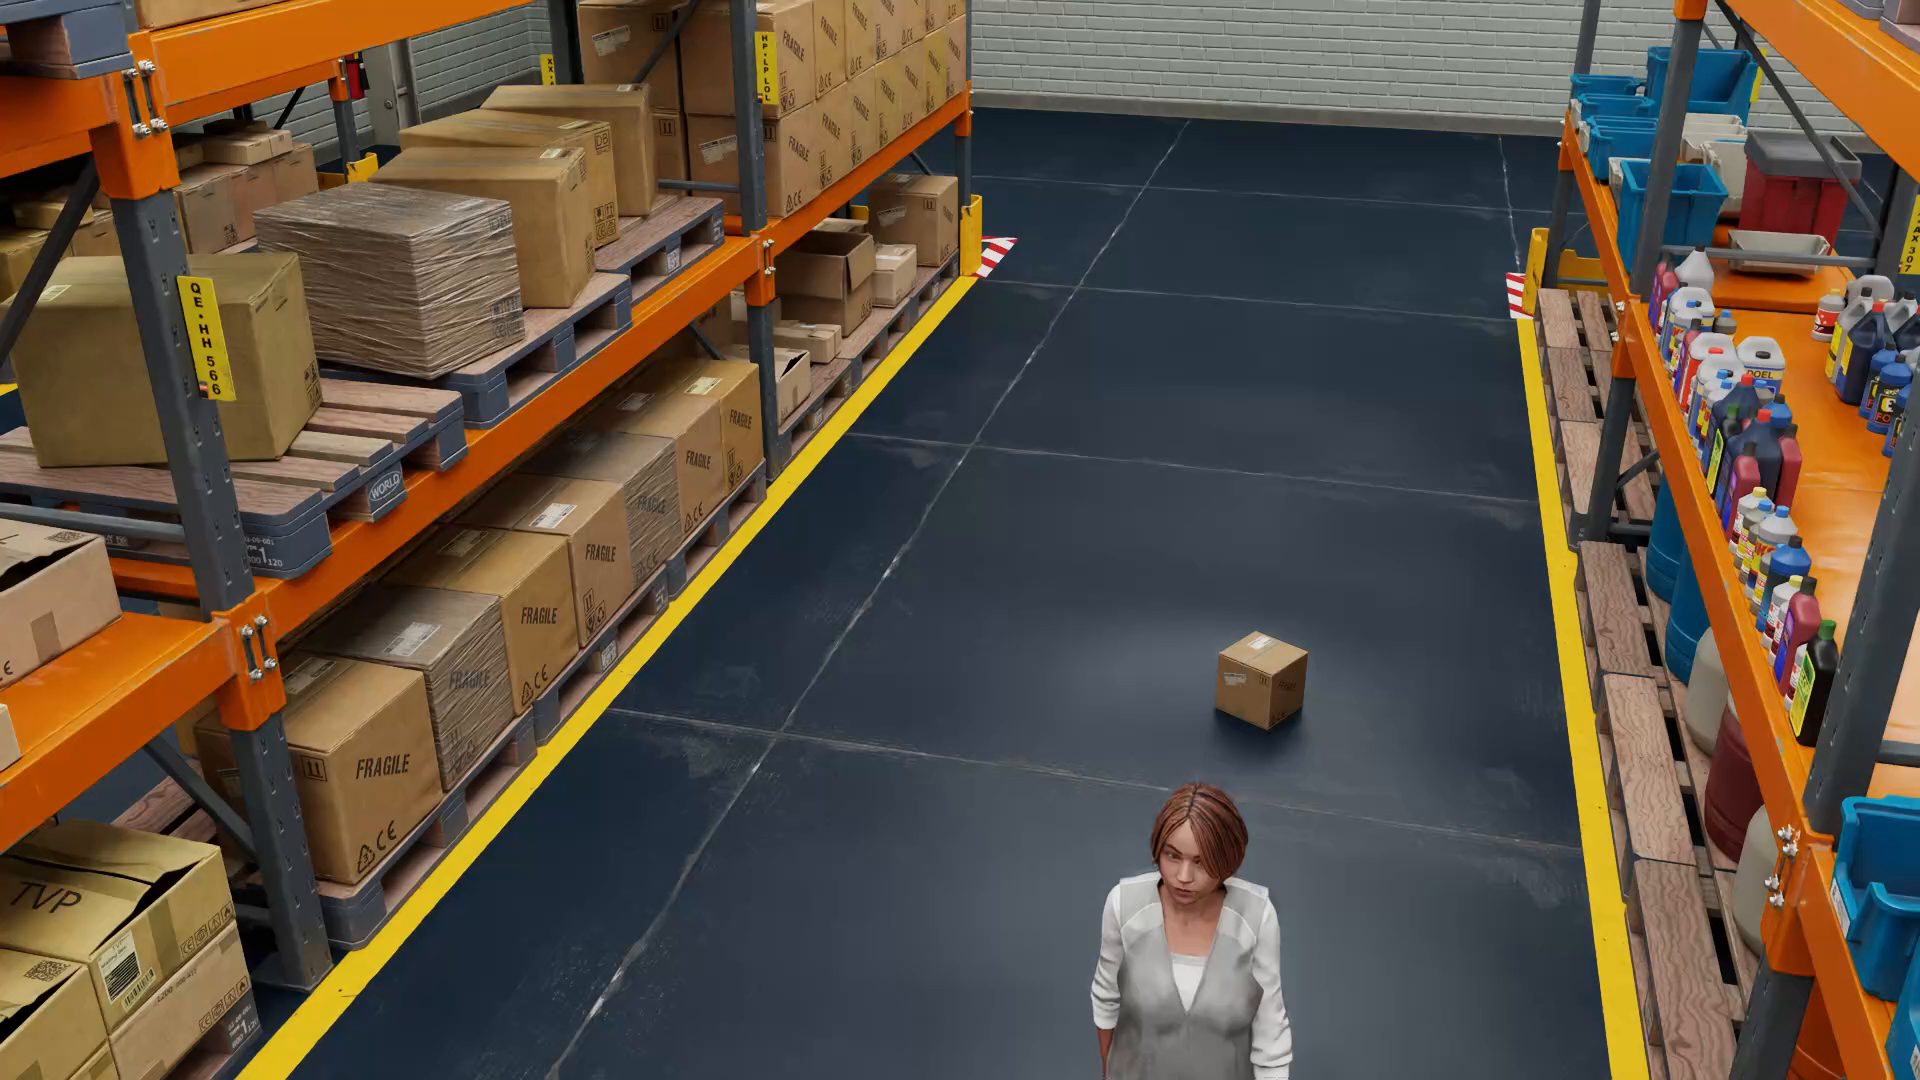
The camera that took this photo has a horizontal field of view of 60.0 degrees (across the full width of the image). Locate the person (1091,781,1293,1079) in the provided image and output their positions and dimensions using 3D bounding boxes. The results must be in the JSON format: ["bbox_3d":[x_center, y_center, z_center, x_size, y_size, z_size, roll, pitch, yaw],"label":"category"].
[{"bbox_3d":[0.485,1.222,3.563,0.409,1.537,0.949,1,26,2],"label":"person"}]
